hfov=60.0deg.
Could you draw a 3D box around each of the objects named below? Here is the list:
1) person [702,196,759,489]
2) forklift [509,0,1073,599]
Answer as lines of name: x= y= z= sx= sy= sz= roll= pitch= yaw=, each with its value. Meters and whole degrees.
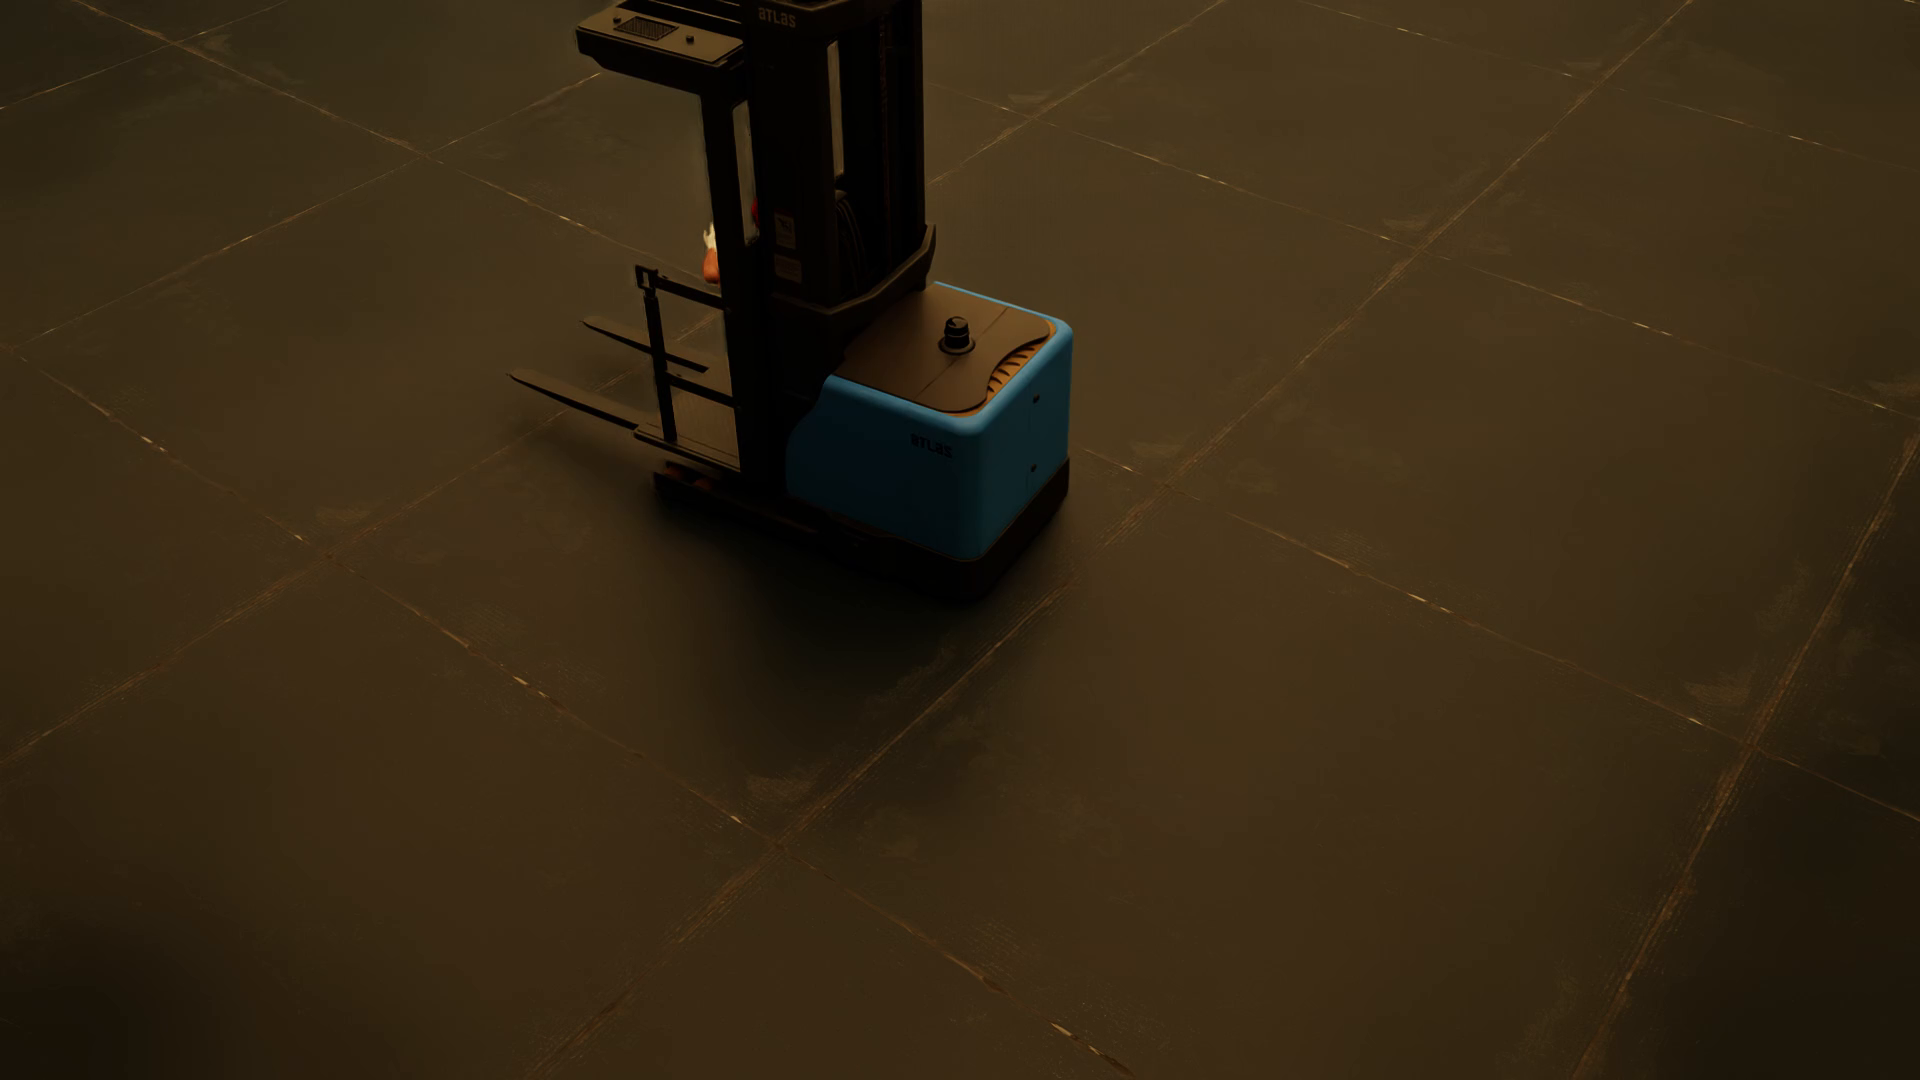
person: x=-0.885 y=-1.217 z=8.644 sx=1.042 sy=1.455 sz=1.024 roll=-13 pitch=42 yaw=-14
forklift: x=-0.979 y=-1.541 z=7.882 sx=3.031 sy=2.935 sz=1.130 roll=21 pitch=45 yaw=23
